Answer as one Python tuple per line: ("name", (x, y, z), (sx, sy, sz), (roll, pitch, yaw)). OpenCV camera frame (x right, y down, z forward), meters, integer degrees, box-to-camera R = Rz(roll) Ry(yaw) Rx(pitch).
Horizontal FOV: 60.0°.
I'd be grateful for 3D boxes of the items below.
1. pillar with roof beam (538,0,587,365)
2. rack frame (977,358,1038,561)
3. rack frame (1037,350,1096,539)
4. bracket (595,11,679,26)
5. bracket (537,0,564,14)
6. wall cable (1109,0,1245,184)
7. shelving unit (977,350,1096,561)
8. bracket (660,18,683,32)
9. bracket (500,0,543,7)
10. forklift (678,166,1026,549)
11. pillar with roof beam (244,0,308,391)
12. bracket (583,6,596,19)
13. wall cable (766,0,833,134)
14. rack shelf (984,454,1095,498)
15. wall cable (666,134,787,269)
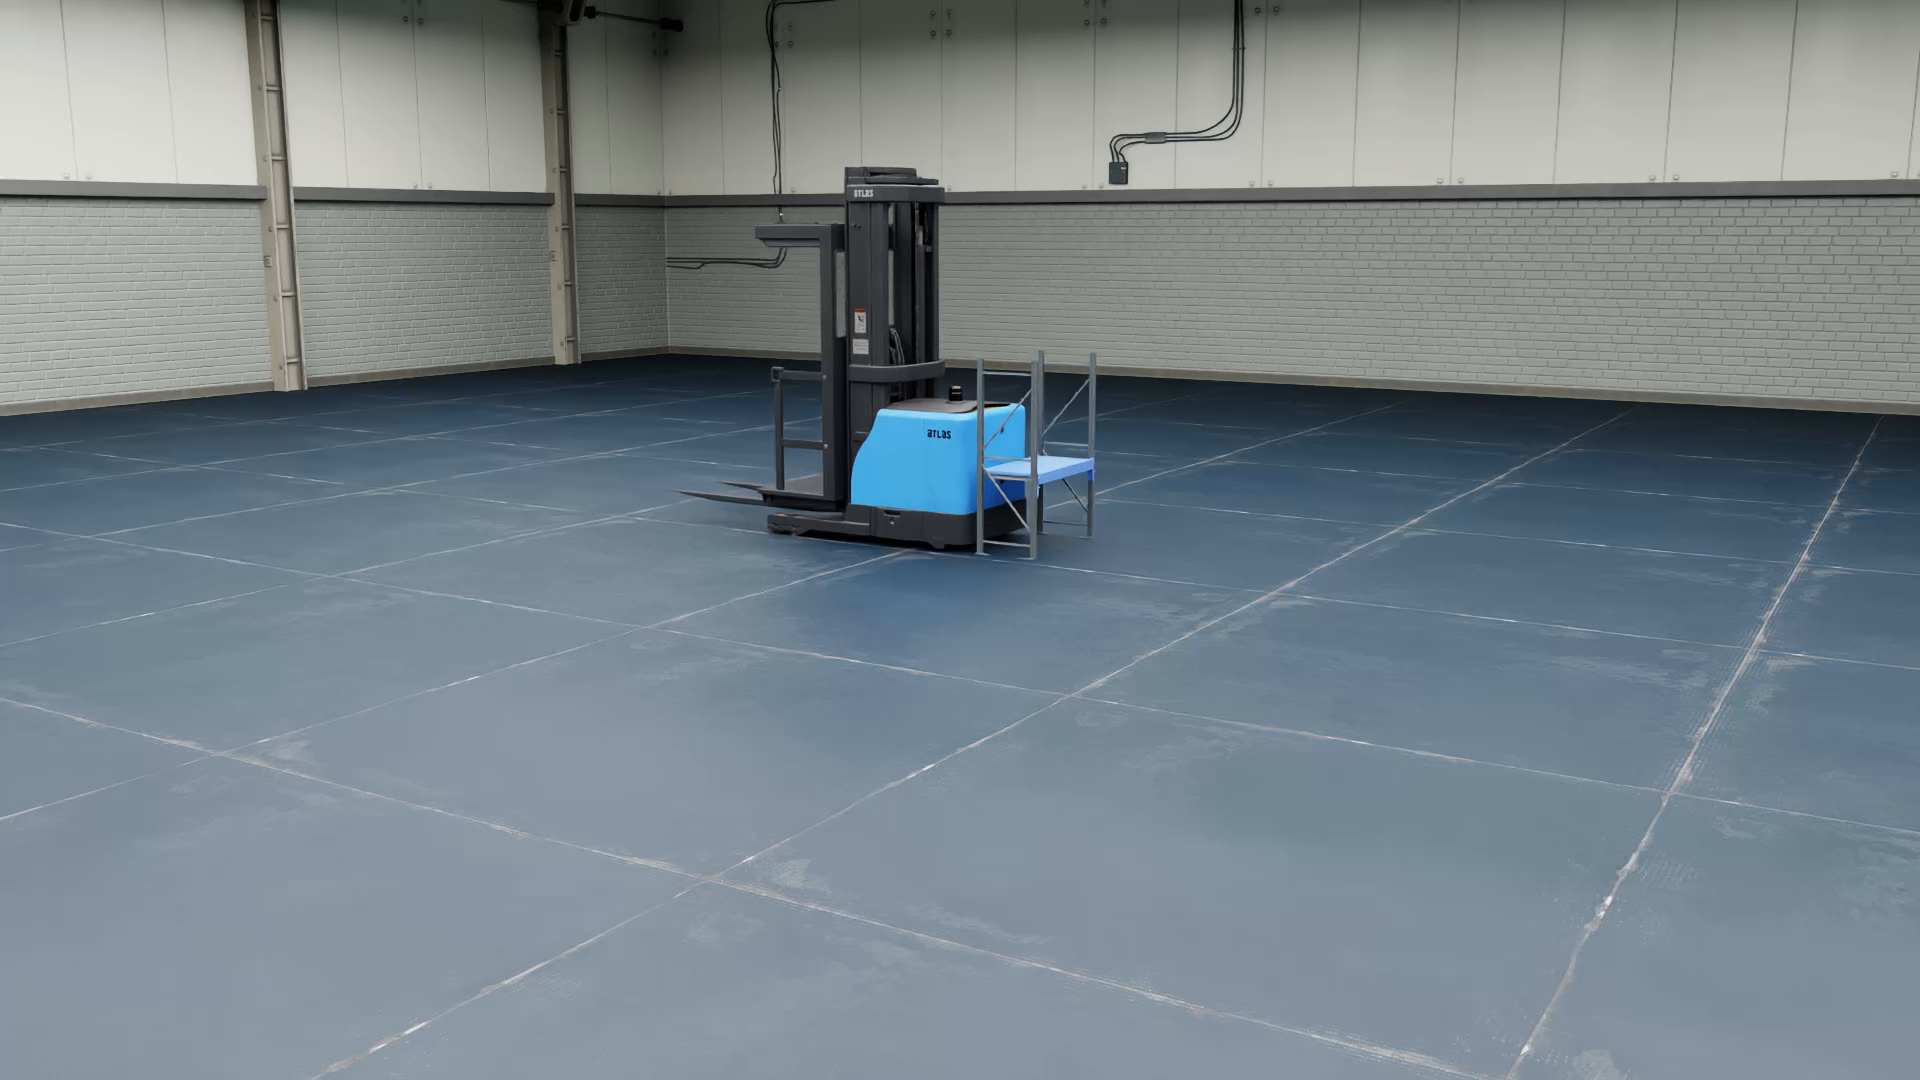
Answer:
("pillar with roof beam", (-3.599, -7.286, 27.832), (9.100, 9.000, 0.548), (6, 12, 31))
("rack frame", (0.355, -0.606, 12.527), (0.500, 1.500, 0.032), (6, 12, 29))
("rack frame", (0.853, -0.769, 13.398), (0.500, 1.500, 0.032), (6, 12, 29))
("bracket", (-5.836, -9.778, 31.360), (0.076, 0.066, 3.189), (6, 12, 31))
("bracket", (-7.191, -9.367, 29.168), (0.235, 0.232, 0.430), (6, 12, 31))
("wall cable", (3.487, -8.796, 26.659), (2.305, 6.003, 0.169), (6, 12, 31))
("shelving unit", (0.604, -0.687, 12.963), (0.538, 1.500, 1.048), (6, 12, 29))
("bracket", (-5.529, -9.871, 31.857), (0.235, 0.232, 0.430), (6, 12, 31))
("bracket", (-8.528, -8.962, 27.004), (0.076, 0.066, 4.783), (6, 12, 31))
("forklift", (-0.985, -1.549, 13.677), (3.031, 2.935, 1.130), (6, 12, 31))
("pillar with roof beam", (-6.714, -6.342, 22.792), (9.100, 9.000, 0.400), (6, 12, 31))
("bracket", (-6.760, -9.498, 29.866), (0.235, 0.232, 0.430), (6, 12, 31))
("wall cable", (-2.307, -8.732, 30.270), (3.097, 2.526, 0.112), (6, 12, 31))
("rack shelf", (0.604, -0.510, 12.996), (0.538, 0.185, 1.000), (6, 12, 29))
("wall cable", (-4.619, -6.508, 32.115), (3.097, 2.526, 0.112), (6, 12, 31))
